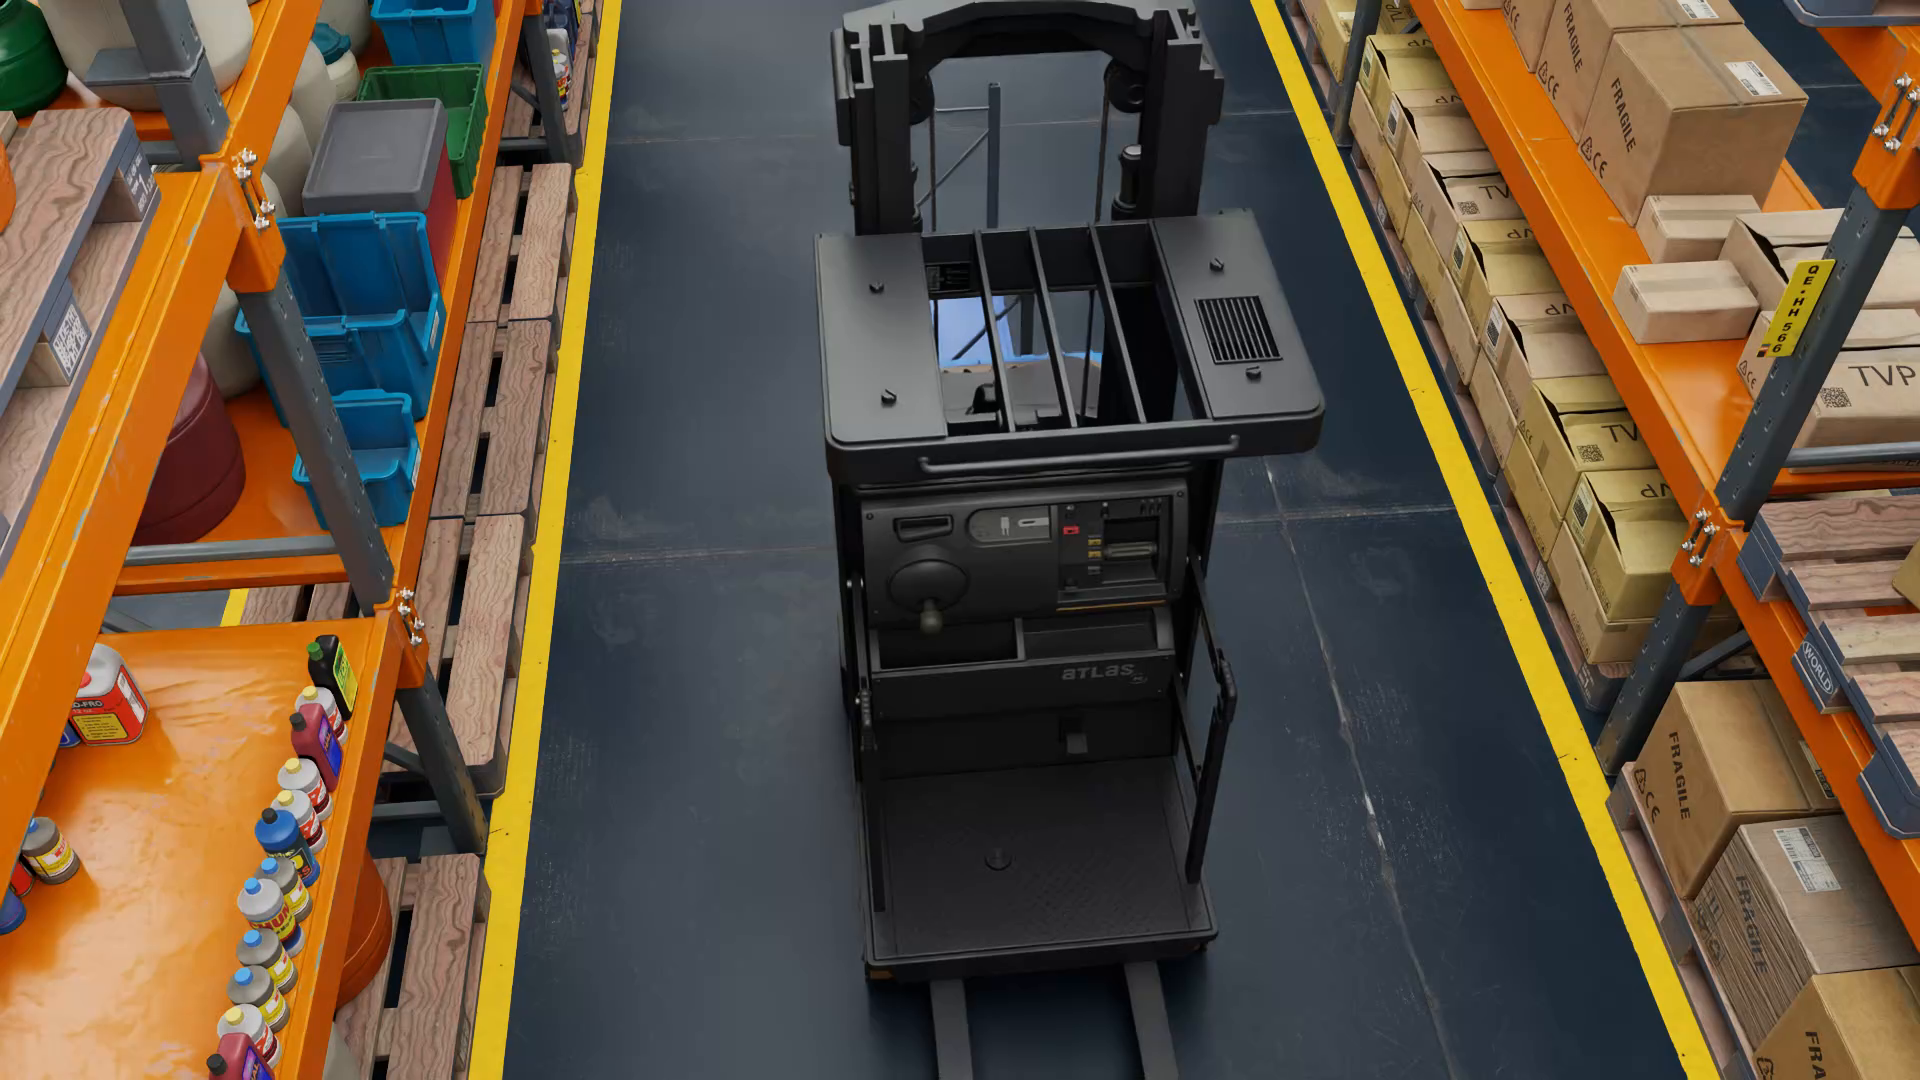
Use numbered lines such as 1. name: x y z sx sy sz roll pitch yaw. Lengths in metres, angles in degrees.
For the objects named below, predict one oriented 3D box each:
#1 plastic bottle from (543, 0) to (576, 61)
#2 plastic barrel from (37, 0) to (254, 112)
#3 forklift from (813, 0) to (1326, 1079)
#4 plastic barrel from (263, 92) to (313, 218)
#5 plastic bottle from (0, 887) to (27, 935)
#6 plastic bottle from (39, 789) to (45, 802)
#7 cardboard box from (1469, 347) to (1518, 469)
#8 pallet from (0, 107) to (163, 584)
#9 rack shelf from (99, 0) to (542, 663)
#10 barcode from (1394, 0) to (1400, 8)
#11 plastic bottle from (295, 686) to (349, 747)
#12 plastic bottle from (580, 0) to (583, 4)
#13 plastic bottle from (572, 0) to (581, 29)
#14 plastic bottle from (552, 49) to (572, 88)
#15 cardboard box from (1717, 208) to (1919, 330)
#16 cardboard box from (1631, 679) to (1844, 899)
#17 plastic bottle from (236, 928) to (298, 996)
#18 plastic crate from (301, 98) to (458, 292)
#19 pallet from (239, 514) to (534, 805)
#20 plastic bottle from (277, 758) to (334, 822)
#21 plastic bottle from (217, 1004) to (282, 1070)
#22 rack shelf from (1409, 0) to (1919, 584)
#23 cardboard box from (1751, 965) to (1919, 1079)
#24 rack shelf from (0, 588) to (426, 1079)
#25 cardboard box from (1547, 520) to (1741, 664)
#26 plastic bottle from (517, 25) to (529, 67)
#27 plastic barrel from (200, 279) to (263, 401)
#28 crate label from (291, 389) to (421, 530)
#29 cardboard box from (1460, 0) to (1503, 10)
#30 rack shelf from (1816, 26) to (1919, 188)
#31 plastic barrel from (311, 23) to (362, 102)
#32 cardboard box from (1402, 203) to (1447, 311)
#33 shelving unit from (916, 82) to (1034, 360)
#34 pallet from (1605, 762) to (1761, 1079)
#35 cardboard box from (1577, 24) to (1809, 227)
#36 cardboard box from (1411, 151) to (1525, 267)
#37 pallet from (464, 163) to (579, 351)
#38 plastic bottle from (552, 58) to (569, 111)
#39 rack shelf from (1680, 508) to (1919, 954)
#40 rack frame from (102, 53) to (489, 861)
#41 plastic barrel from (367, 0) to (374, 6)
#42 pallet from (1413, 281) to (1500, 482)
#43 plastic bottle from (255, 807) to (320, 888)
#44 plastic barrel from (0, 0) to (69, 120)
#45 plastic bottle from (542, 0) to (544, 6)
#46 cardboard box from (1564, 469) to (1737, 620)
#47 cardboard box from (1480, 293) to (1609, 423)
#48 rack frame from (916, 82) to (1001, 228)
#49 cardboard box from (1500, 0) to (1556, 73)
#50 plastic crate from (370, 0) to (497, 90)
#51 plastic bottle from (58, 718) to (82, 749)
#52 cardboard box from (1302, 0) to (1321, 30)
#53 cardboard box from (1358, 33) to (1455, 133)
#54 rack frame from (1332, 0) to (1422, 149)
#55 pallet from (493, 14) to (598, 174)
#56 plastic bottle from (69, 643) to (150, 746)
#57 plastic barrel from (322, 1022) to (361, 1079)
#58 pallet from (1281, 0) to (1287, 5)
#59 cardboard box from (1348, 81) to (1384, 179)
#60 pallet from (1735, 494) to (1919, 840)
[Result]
1. plastic bottle: -2.127 -2.703 8.765 0.144 0.351 0.185 -2 47 -2
2. plastic barrel: -1.859 -1.272 3.746 0.421 0.512 0.421 0 47 0
3. forklift: 0.212 0.145 4.594 1.130 2.935 3.031 -4 47 -4
4. plastic barrel: -2.514 -1.350 5.869 0.433 0.535 0.433 0 47 0
5. plastic bottle: -2.342 0.835 3.982 0.097 0.271 0.097 0 47 0
6. plastic bottle: -2.433 0.598 4.255 0.097 0.201 0.097 0 47 0
7. cardboard box: 2.425 -0.559 6.818 0.500 0.250 0.500 -3 47 -2
8. pallet: -2.172 -0.366 3.095 1.003 0.211 1.213 -3 47 -3
9. rack shelf: -2.306 -1.159 6.277 1.077 0.370 4.000 -3 47 -3
10. barcode: 2.070 -2.563 7.869 0.001 0.075 0.075 -3 47 -3
11. plastic bottle: -1.688 0.461 4.385 0.097 0.201 0.097 0 47 0
12. plastic bottle: -2.178 -3.147 9.186 0.144 0.351 0.185 -4 47 -4
13. plastic bottle: -2.115 -2.938 9.034 0.061 0.283 0.133 -2 47 -2
14. plastic bottle: -2.080 -2.446 8.625 0.097 0.201 0.097 0 47 0
15. cardboard box: 2.916 -0.886 5.584 0.500 0.311 0.500 -4 47 -4
16. cardboard box: 2.551 0.798 5.347 0.500 0.500 0.500 -2 47 -2
17. plastic bottle: -1.628 0.980 3.893 0.097 0.201 0.097 0 47 0
18. plastic crate: -1.969 -1.169 5.747 0.402 0.464 0.583 -3 47 -3
19. pallet: -2.164 0.437 6.191 1.003 0.211 1.213 -3 47 -3
20. plastic bottle: -1.668 0.628 4.227 0.097 0.201 0.097 0 47 0
21. plastic bottle: -1.611 1.121 3.760 0.097 0.201 0.097 0 47 0
22. rack shelf: 2.631 -1.457 6.559 1.077 0.370 4.000 -3 47 -3
23. cardboard box: 2.638 1.539 4.645 0.500 0.500 0.500 -4 47 -4
24. rack shelf: -1.971 1.735 3.536 1.077 0.370 4.000 -3 47 -3
25. cardboard box: 2.511 0.178 6.120 0.500 0.250 0.500 -2 47 -2
26. plastic bottle: -2.271 -2.694 8.757 0.144 0.351 0.185 -3 47 -3
27. plastic barrel: -2.437 -0.729 5.297 0.421 0.512 0.421 0 47 0
28. crate label: -1.800 -0.229 5.016 0.303 0.233 0.416 -3 47 -3
29. cardboard box: 2.334 -2.412 7.141 0.380 0.149 0.250 -3 47 -3
30. rack shelf: 2.631 -2.488 5.470 1.077 0.370 4.000 -3 47 -3
31. plastic barrel: -2.515 -1.839 6.521 0.301 0.262 0.301 0 47 0
32. cardboard box: 2.338 -1.299 7.519 0.500 0.250 0.500 -5 47 -5
33. shelving unit: -0.044 -0.832 6.505 0.538 1.500 1.048 -4 47 -4
34. pallet: 2.823 1.244 5.427 1.003 0.211 1.213 -3 47 -3
35. cardboard box: 2.641 -1.505 6.040 0.500 0.500 0.500 -6 47 -5
36. cardboard box: 2.331 -1.492 7.316 0.500 0.311 0.500 -5 47 -5
37. pallet: -2.369 -1.328 7.863 1.003 0.211 1.213 -3 47 -3
38. plastic bottle: -2.063 -2.323 8.461 0.097 0.271 0.097 0 47 0
39. rack shelf: 2.966 1.437 3.819 1.077 0.370 4.000 -3 47 -3
40. rack frame: -2.138 0.041 4.645 1.000 3.000 0.127 -3 47 -3
41. plastic barrel: -2.743 -2.728 6.922 0.600 0.901 0.708 -3 47 -3
42. pallet: 2.669 -0.777 7.341 1.003 0.211 1.213 -3 47 -3
43. plastic bottle: -1.652 0.744 4.068 0.097 0.271 0.097 0 47 0
44. plastic barrel: -2.210 -1.113 3.779 0.294 0.245 0.294 0 47 0
45. plastic bottle: -2.324 -3.094 9.187 0.152 0.276 0.135 -3 47 -3
46. cardboard box: 2.509 -0.013 5.915 0.500 0.311 0.500 -2 47 -2
47. cardboard box: 2.419 -0.754 6.617 0.500 0.311 0.500 -4 47 -4
48. rack frame: -0.096 -1.200 6.853 0.500 1.500 0.032 -4 47 -4
49. cardboard box: 2.555 -2.248 6.744 0.500 0.500 0.500 0 47 0
50. plastic crate: -2.071 -2.068 6.654 0.392 0.384 0.575 -3 47 -3
51. plastic bottle: -2.424 0.416 4.375 0.152 0.276 0.135 -3 47 -3
52. cardboard box: 2.175 -3.035 9.163 0.500 0.250 0.500 -3 47 -3
53. cardboard box: 2.250 -2.229 8.013 0.500 0.311 0.500 -3 47 -3
54. rack frame: 2.463 -3.151 7.669 1.000 3.000 0.127 -3 47 -3
55. pallet: -2.488 -2.383 8.861 1.003 0.211 1.213 -3 47 -3
56. plastic bottle: -2.272 0.407 4.384 0.152 0.276 0.135 -3 47 -3
57. plastic barrel: -1.944 1.508 4.680 0.421 0.512 0.421 0 47 0
58. pallet: 2.333 -3.655 10.066 1.003 0.211 1.213 -3 47 -3
59. cardboard box: 2.250 -2.043 8.224 0.500 0.250 0.500 -5 47 -4
60. pallet: 2.925 0.295 4.537 1.213 0.211 1.003 -3 47 -3
